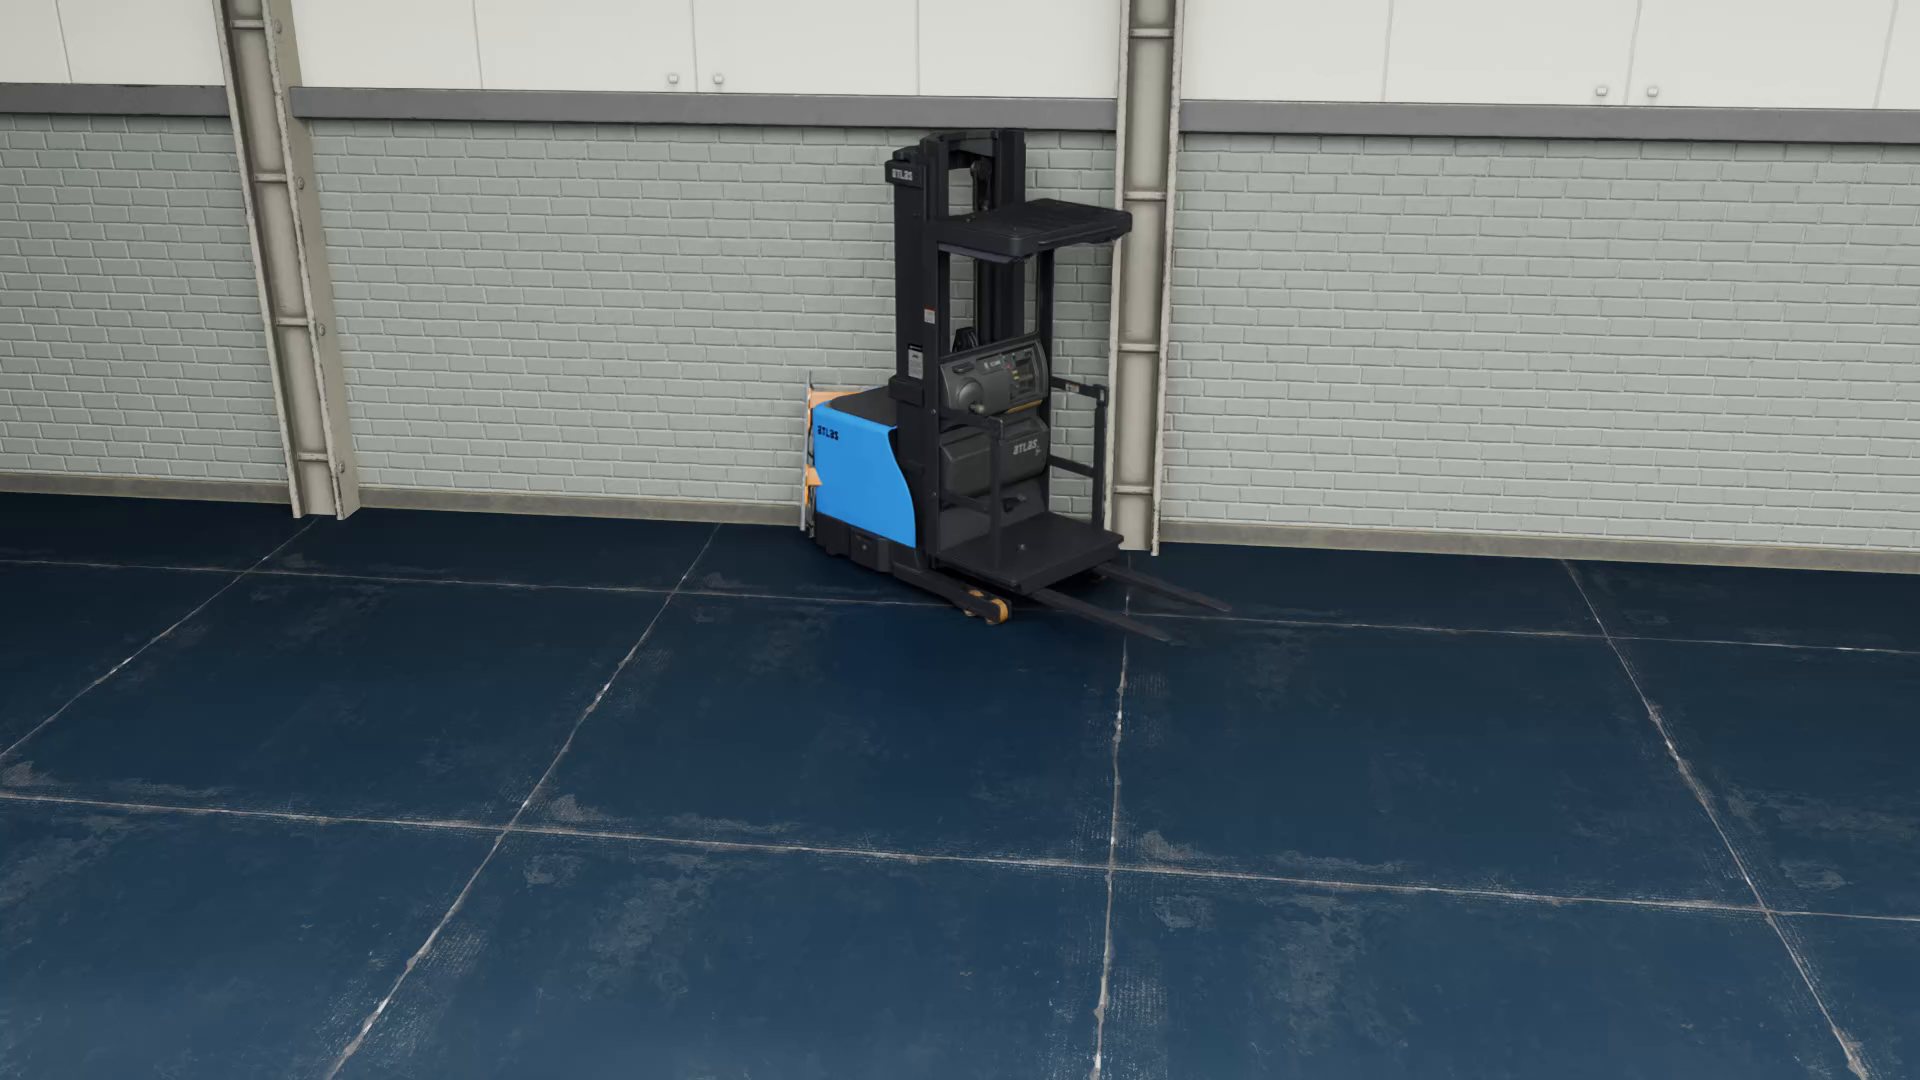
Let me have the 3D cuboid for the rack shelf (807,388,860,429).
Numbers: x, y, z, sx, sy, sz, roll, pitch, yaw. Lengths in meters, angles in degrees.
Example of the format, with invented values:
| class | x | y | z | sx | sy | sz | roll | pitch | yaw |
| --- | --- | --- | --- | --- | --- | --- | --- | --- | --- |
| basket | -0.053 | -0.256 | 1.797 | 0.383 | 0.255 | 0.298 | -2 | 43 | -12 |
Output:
| class | x | y | z | sx | sy | sz | roll | pitch | yaw |
| --- | --- | --- | --- | --- | --- | --- | --- | --- | --- |
| rack shelf | -0.544 | -0.877 | 11.761 | 1.000 | 0.278 | 0.538 | 1 | -6 | 3 |

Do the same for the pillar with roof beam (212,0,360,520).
| class | x | y | z | sx | sy | sz | roll | pitch | yaw |
| --- | --- | --- | --- | --- | --- | --- | --- | --- | --- |
| pillar with roof beam | -5.251 | -2.828 | 6.852 | 0.400 | 9.000 | 9.100 | 2 | 22 | 6 |

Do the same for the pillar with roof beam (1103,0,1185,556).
| class | x | y | z | sx | sy | sz | roll | pitch | yaw |
| --- | --- | --- | --- | --- | --- | --- | --- | --- | --- |
| pillar with roof beam | 0.707 | -2.568 | 6.196 | 0.400 | 9.000 | 9.100 | 2 | 22 | 6 |

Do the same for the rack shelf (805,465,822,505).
| class | x | y | z | sx | sy | sz | roll | pitch | yaw |
| --- | --- | --- | --- | --- | --- | --- | --- | --- | --- |
| rack shelf | -0.556 | -0.343 | 11.702 | 1.000 | 0.278 | 0.538 | 1 | -6 | 3 |

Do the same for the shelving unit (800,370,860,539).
| class | x | y | z | sx | sy | sz | roll | pitch | yaw |
| --- | --- | --- | --- | --- | --- | --- | --- | --- | --- |
| shelving unit | -0.551 | -0.586 | 11.729 | 1.048 | 1.125 | 0.538 | 1 | -6 | 3 |

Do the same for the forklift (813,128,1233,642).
| class | x | y | z | sx | sy | sz | roll | pitch | yaw |
| --- | --- | --- | --- | --- | --- | --- | --- | --- | --- |
| forklift | 0.377 | -1.037 | 10.577 | 3.031 | 2.935 | 1.130 | 20 | 29 | 41 |

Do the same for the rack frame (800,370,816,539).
| class | x | y | z | sx | sy | sz | roll | pitch | yaw |
| --- | --- | --- | --- | --- | --- | --- | --- | --- | --- |
| rack frame | -1.058 | -0.595 | 11.755 | 0.032 | 1.125 | 0.500 | 1 | -6 | 3 |
